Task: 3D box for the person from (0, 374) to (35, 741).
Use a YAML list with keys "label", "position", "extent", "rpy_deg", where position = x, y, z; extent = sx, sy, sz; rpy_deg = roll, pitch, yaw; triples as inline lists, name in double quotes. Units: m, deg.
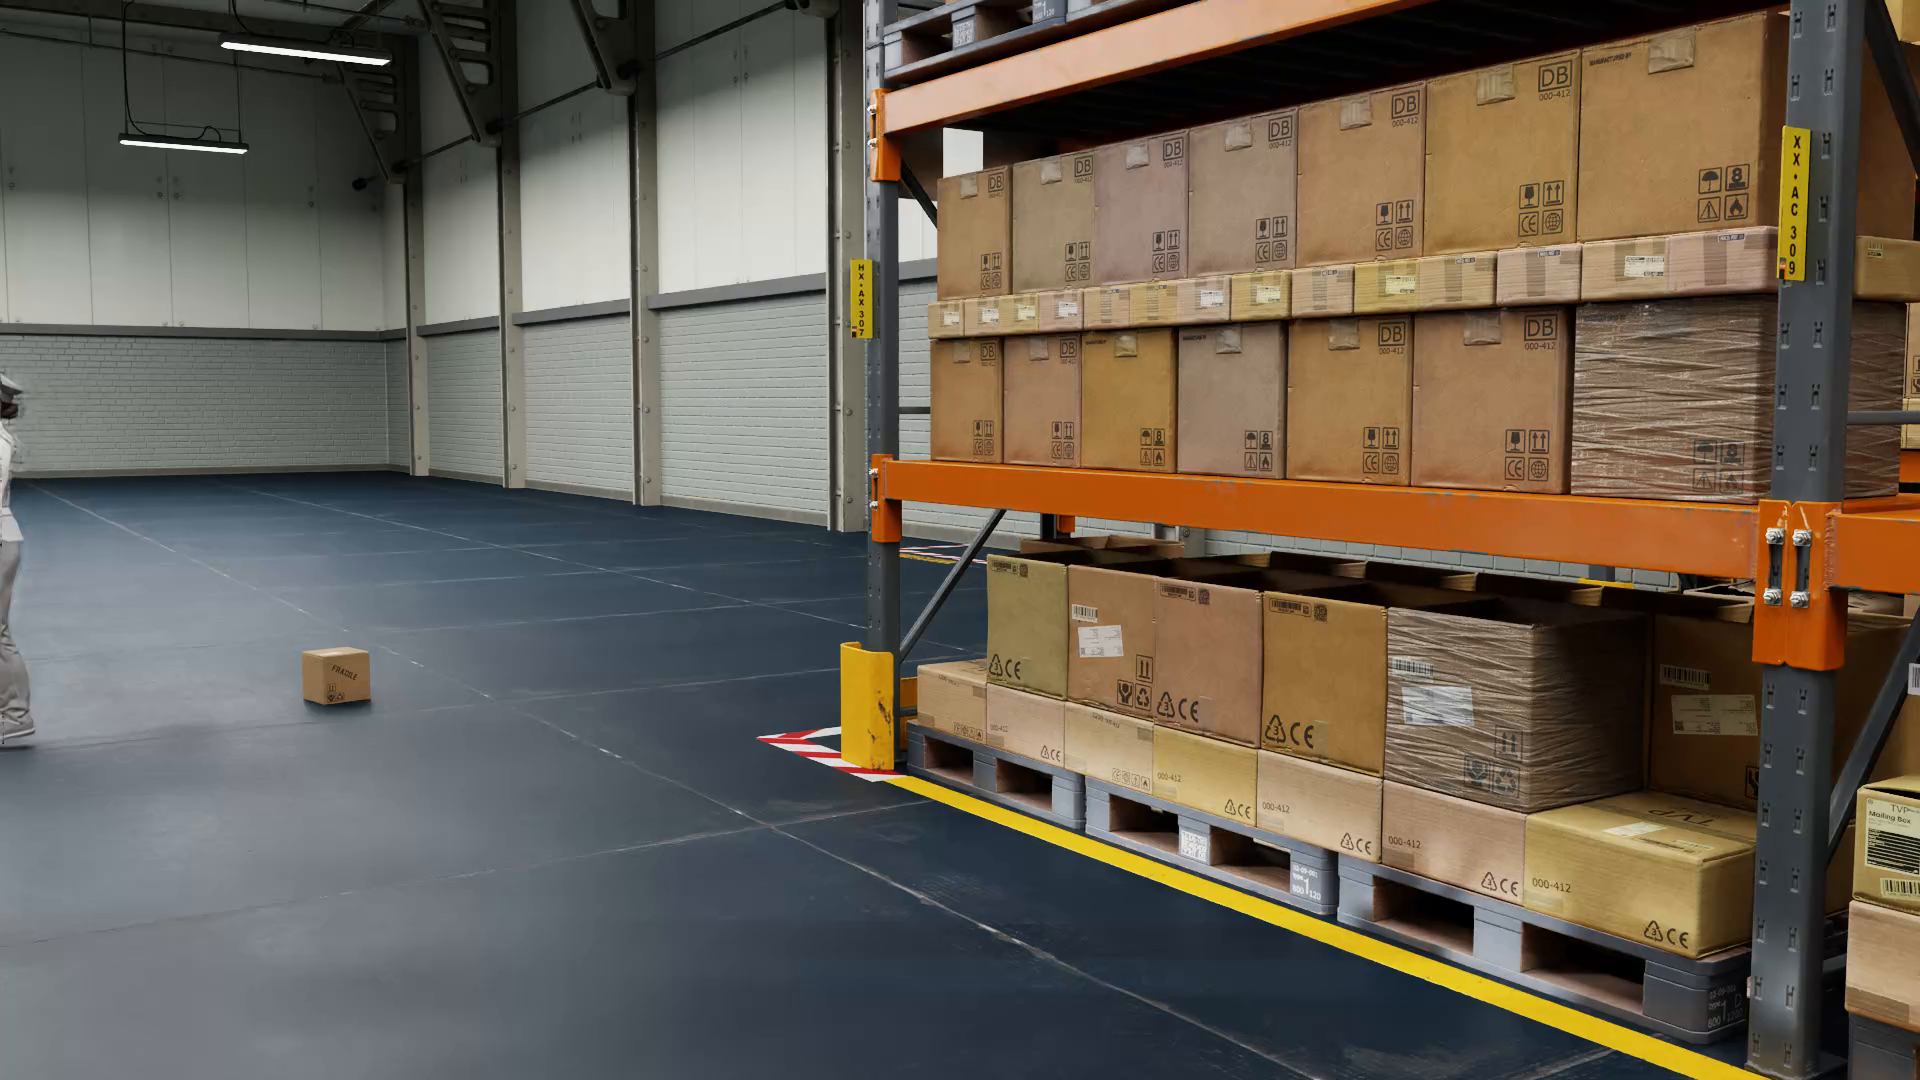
- label: "person"
  position: [-4.385, 0.081, 7.395]
  extent: [0.445, 1.720, 0.478]
  rpy_deg: [-4, 6, -37]
